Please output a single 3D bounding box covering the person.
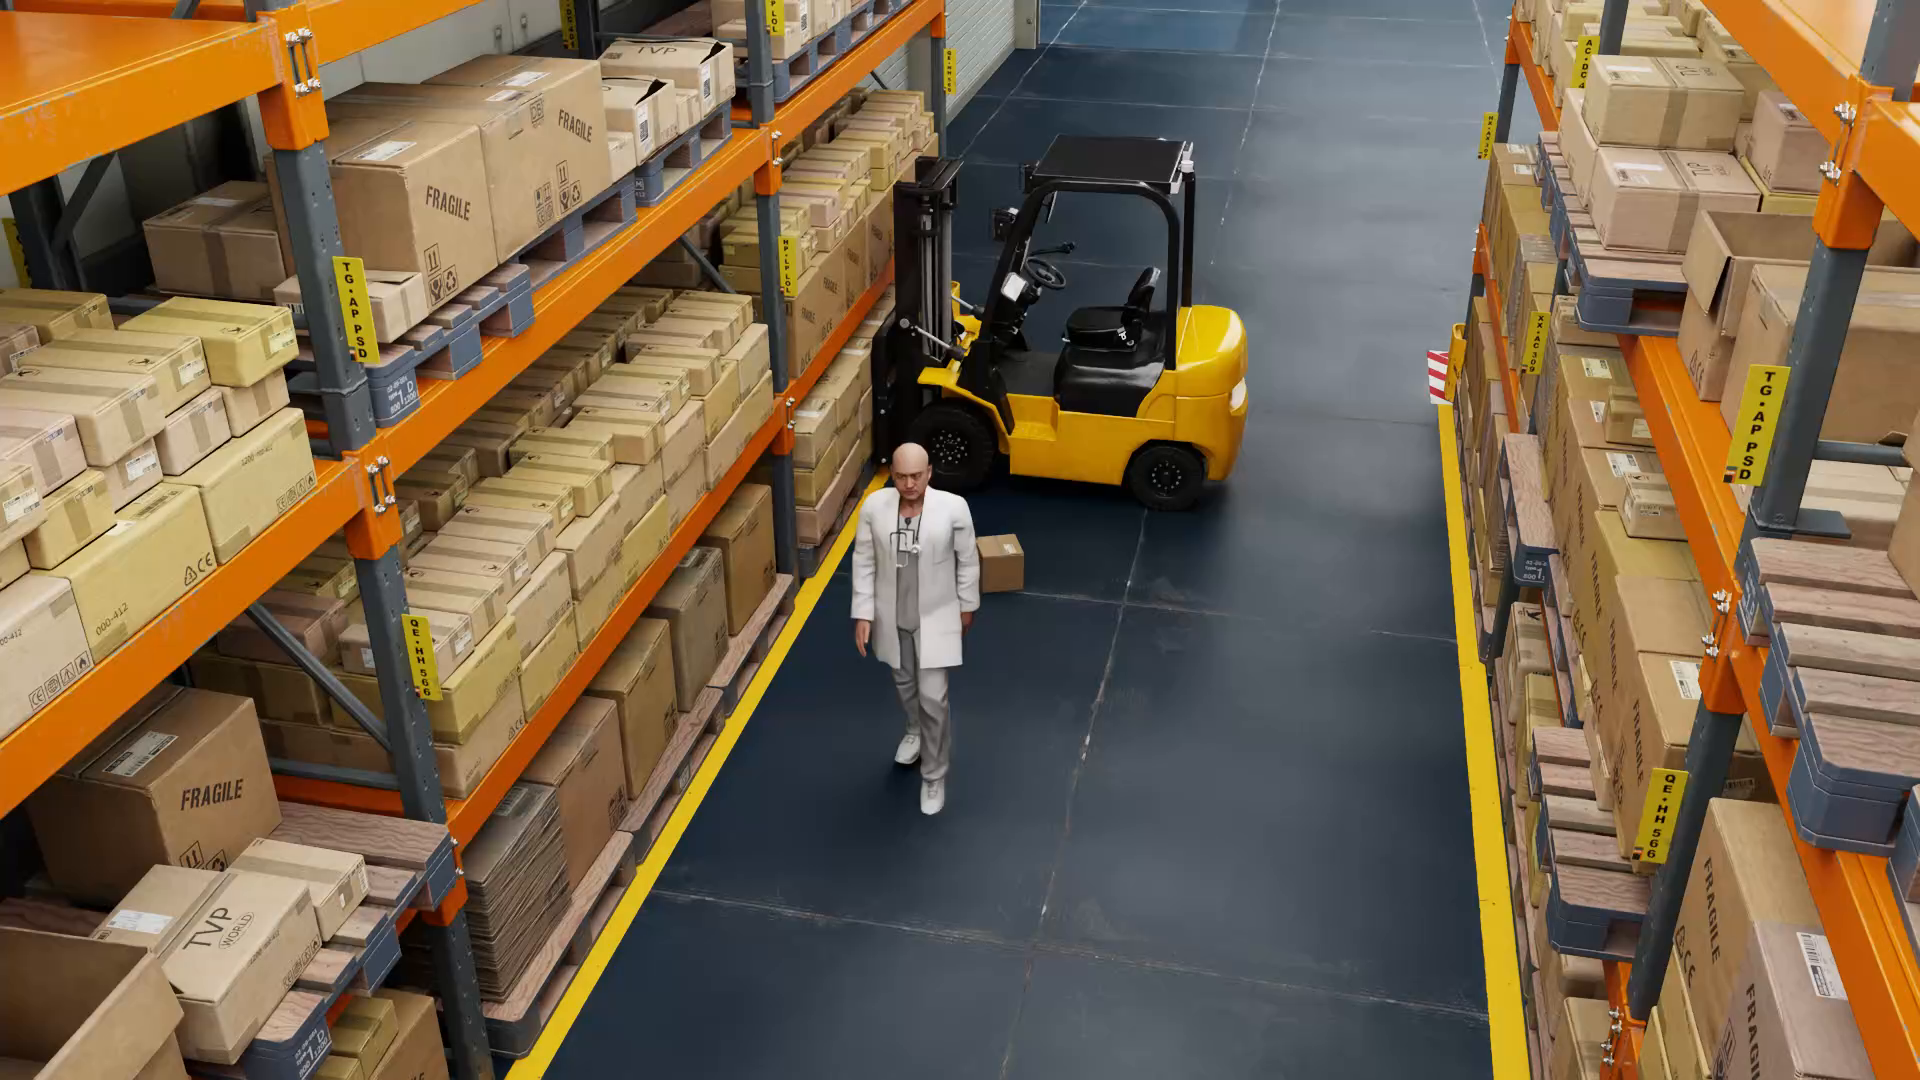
[{"bbox_3d":[-0.221,0.395,7.937,0.590,1.846,0.660,7,29,12],"label":"person"}]
